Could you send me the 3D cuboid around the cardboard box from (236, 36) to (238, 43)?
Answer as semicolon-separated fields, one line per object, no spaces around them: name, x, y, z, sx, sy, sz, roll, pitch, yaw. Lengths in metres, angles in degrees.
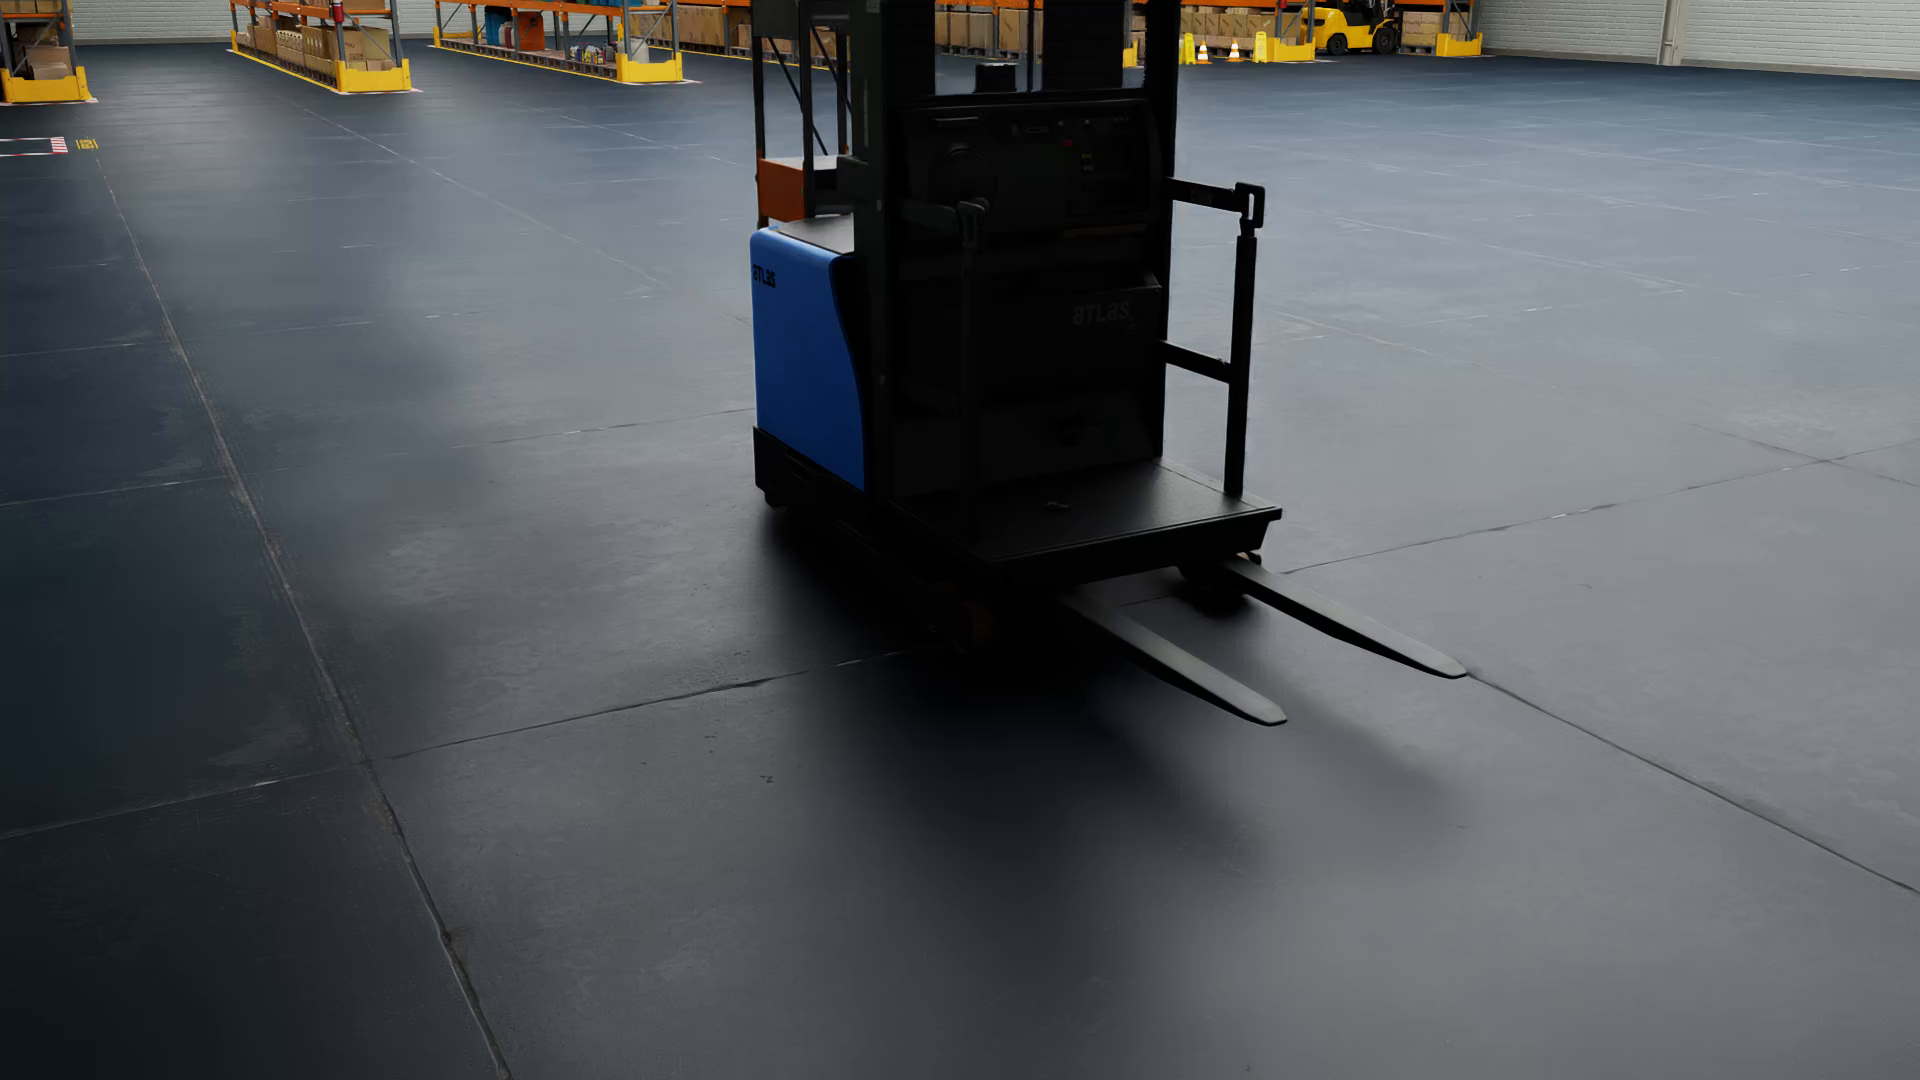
cardboard box;-17.574;-12.312;40.884;0.380;0.166;0.250;-10;21;-27

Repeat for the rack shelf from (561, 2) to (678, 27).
rack shelf;-6.580;-10.096;31.895;1.077;0.370;4.000;-10;21;-27

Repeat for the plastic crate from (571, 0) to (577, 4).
plastic crate;-7.393;-10.811;32.959;0.767;0.338;0.504;-10;21;-27

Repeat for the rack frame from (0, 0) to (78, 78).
rack frame;-14.349;-8.328;25.666;1.000;3.000;0.127;-10;21;-27

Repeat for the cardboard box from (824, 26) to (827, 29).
cardboard box;-3.549;-14.233;46.052;0.380;0.149;0.250;-11;22;-29

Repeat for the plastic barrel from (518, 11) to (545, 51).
plastic barrel;-9.677;-11.469;37.454;0.600;0.830;0.708;-10;21;-27

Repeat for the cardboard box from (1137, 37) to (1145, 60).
cardboard box;4.388;-11.096;37.517;0.637;0.503;0.797;7;20;20

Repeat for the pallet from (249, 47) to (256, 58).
pallet;-16.015;-11.420;38.903;1.003;0.211;1.213;-10;21;-27

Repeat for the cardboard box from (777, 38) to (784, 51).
cardboard box;-3.654;-11.123;36.926;0.700;0.500;0.500;-10;21;-27

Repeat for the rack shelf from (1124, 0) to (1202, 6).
rack shelf;4.601;-13.547;41.894;1.077;0.370;4.000;-10;21;-27

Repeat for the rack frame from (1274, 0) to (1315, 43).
rack frame;7.450;-12.164;36.785;1.000;3.000;0.127;-10;21;-27

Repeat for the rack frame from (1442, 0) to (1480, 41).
rack frame;11.816;-12.934;39.017;1.000;3.000;0.127;-10;21;-27

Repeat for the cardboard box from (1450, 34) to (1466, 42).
cardboard box;11.755;-12.004;39.893;0.500;0.250;0.500;-10;21;-26

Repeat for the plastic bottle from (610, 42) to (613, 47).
plastic bottle;-6.970;-9.826;33.395;0.144;0.351;0.185;-11;22;-28

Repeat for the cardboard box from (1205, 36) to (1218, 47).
cardboard box;6.111;-11.697;39.002;0.500;0.250;0.500;-10;22;-27

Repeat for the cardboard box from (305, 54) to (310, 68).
cardboard box;-11.938;-8.963;31.079;0.500;0.250;0.500;-10;21;-27

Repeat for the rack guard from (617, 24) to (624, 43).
rack guard;-8.881;-14.048;46.075;1.175;0.500;0.348;-10;21;-27

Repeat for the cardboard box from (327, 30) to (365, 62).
cardboard box;-10.508;-8.457;28.463;0.500;0.500;0.500;-10;21;-27

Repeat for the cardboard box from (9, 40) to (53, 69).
cardboard box;-16.902;-8.851;30.342;0.700;0.500;0.500;-10;22;-28

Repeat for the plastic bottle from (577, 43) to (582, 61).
plastic bottle;-7.512;-9.670;32.944;0.144;0.351;0.185;-9;21;-25

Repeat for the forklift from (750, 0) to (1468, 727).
forklift;0.338;-1.203;5.123;1.130;2.935;3.031;-10;21;-27

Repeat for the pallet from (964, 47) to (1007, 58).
pallet;0.809;-11.409;38.870;1.003;0.211;1.213;-10;21;-27

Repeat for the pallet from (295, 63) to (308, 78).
pallet;-12.275;-9.132;32.271;1.003;0.211;1.213;-10;21;-27

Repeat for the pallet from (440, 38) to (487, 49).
pallet;-12.871;-12.894;43.176;1.003;0.211;1.213;-10;21;-27

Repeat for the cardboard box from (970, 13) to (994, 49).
cardboard box;0.868;-11.816;38.581;1.050;0.750;0.750;-10;21;-27

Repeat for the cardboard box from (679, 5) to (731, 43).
cardboard box;-6.223;-12.831;41.332;1.225;0.875;0.875;-11;22;-29

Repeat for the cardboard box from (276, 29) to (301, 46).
cardboard box;-13.800;-10.361;34.270;0.500;0.311;0.500;-9;21;-25

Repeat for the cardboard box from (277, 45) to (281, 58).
cardboard box;-13.800;-10.095;34.361;0.500;0.250;0.500;-10;21;-27

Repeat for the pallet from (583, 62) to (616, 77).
pallet;-6.664;-9.142;32.302;1.003;0.211;1.213;-10;21;-27

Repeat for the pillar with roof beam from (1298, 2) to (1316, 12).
pillar with roof beam;5.641;-17.165;42.081;9.100;9.000;0.400;-10;21;-27

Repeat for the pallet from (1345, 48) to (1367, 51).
pallet;10.258;-12.530;42.119;1.003;0.211;1.213;-10;21;-27

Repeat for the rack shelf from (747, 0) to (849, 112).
rack shelf;-0.537;-1.965;6.501;0.431;0.518;0.480;-10;21;-27

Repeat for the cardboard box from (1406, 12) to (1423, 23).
cardboard box;11.076;-12.535;39.899;0.500;0.250;0.500;-10;21;-26

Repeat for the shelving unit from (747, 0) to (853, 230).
shelving unit;-0.536;-1.316;6.723;0.431;2.100;0.503;-10;21;-27

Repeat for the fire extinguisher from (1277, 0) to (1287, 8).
fire extinguisher;7.099;-12.024;36.496;0.296;0.674;0.183;-10;21;-27

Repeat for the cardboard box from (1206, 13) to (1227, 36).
cardboard box;6.102;-12.054;38.886;0.500;0.500;0.500;-9;21;-24

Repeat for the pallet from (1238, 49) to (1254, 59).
pallet;7.059;-11.107;37.995;1.003;0.211;1.213;-10;21;-27

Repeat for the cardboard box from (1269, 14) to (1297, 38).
cardboard box;7.298;-11.699;37.858;0.500;0.500;0.500;-11;22;-28

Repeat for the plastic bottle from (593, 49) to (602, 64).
plastic bottle;-6.984;-9.318;32.039;0.152;0.276;0.135;-10;21;-26

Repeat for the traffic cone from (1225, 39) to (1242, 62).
traffic cone;6.110;-10.889;36.978;0.336;0.463;0.334;-10;21;-27

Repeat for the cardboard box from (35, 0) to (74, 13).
cardboard box;-14.302;-8.455;26.236;0.500;0.250;0.500;-11;22;-28

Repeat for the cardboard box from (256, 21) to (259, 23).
cardboard box;-17.114;-12.597;41.198;0.500;0.500;0.500;-10;21;-27

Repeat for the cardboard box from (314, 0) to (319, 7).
cardboard box;-11.419;-10.015;30.402;0.700;0.500;0.500;-10;22;-27

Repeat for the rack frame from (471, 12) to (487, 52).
rack frame;-11.329;-13.307;40.097;1.000;3.000;0.127;-10;21;-27

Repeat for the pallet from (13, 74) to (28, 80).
pallet;-15.899;-7.970;28.906;1.003;0.211;1.213;-10;21;-27
